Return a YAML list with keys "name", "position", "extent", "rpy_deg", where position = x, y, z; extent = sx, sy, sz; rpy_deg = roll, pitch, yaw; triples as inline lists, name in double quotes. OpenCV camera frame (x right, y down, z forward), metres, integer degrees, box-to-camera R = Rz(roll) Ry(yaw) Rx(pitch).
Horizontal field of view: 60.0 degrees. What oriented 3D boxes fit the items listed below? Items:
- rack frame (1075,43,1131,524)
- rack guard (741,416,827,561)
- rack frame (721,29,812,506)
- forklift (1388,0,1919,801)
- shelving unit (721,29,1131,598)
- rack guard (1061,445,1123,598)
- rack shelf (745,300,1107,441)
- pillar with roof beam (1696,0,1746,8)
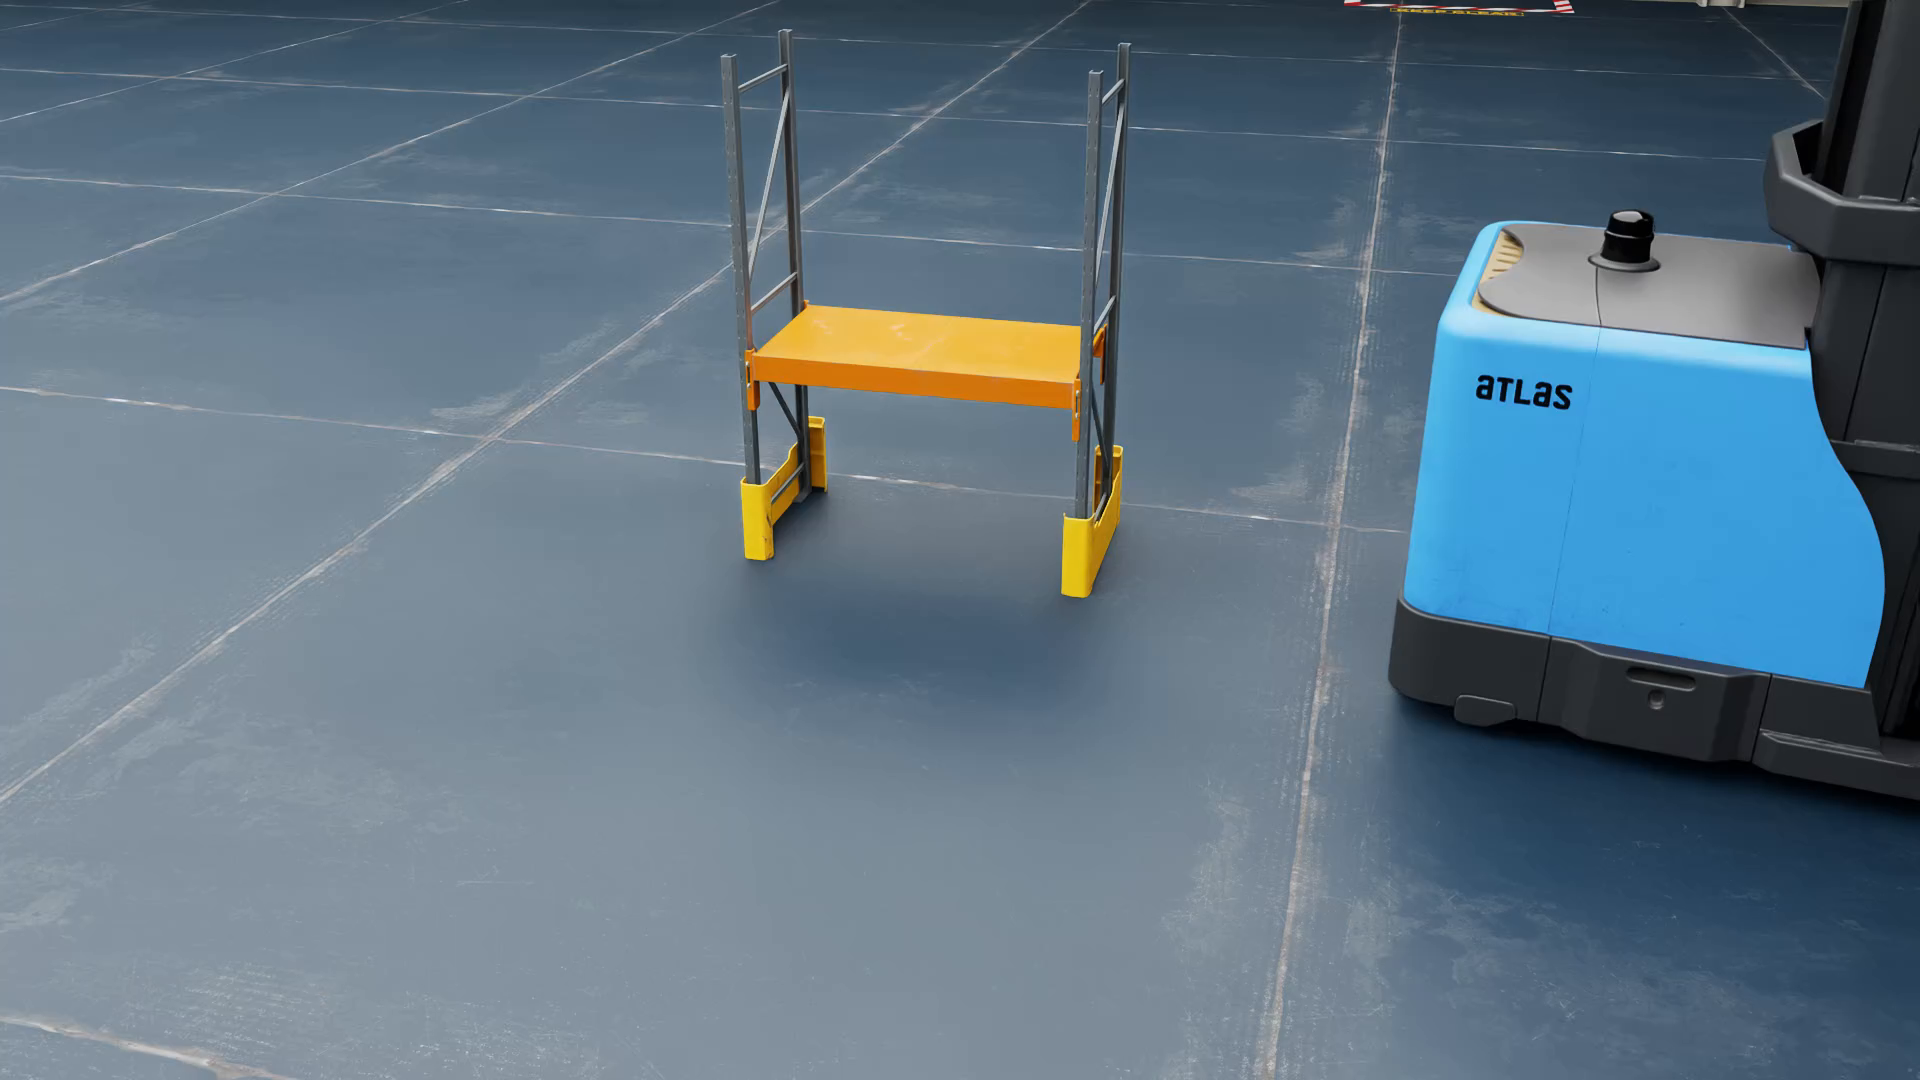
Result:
- name: "rack frame"
  position: [0.410, -0.632, 4.832]
  extent: [0.032, 1.500, 0.500]
  rpy_deg: [6, 26, 13]
- name: "rack guard"
  position: [-0.556, -0.174, 5.325]
  extent: [0.087, 0.250, 0.587]
  rpy_deg: [6, 26, 13]
- name: "rack frame"
  position: [-0.575, -0.741, 5.061]
  extent: [0.032, 1.500, 0.500]
  rpy_deg: [6, 26, 13]
- name: "forklift"
  position: [2.680, -0.832, 3.588]
  extent: [3.031, 2.935, 1.130]
  rpy_deg: [10, 27, 20]
- name: "shelving unit"
  position: [-0.074, -0.685, 4.945]
  extent: [1.083, 1.500, 0.587]
  rpy_deg: [6, 26, 13]
- name: "rack guard"
  position: [0.408, -0.068, 5.101]
  extent: [0.087, 0.250, 0.587]
  rpy_deg: [6, 26, 13]
- name: "rack shelf"
  position: [-0.083, -0.524, 5.024]
  extent: [1.000, 0.185, 0.538]
  rpy_deg: [6, 26, 13]
- name: "pillar with roof beam"
  position: [6.332, -7.485, 10.503]
  extent: [0.400, 9.000, 9.100]
  rpy_deg: [6, 26, 13]
